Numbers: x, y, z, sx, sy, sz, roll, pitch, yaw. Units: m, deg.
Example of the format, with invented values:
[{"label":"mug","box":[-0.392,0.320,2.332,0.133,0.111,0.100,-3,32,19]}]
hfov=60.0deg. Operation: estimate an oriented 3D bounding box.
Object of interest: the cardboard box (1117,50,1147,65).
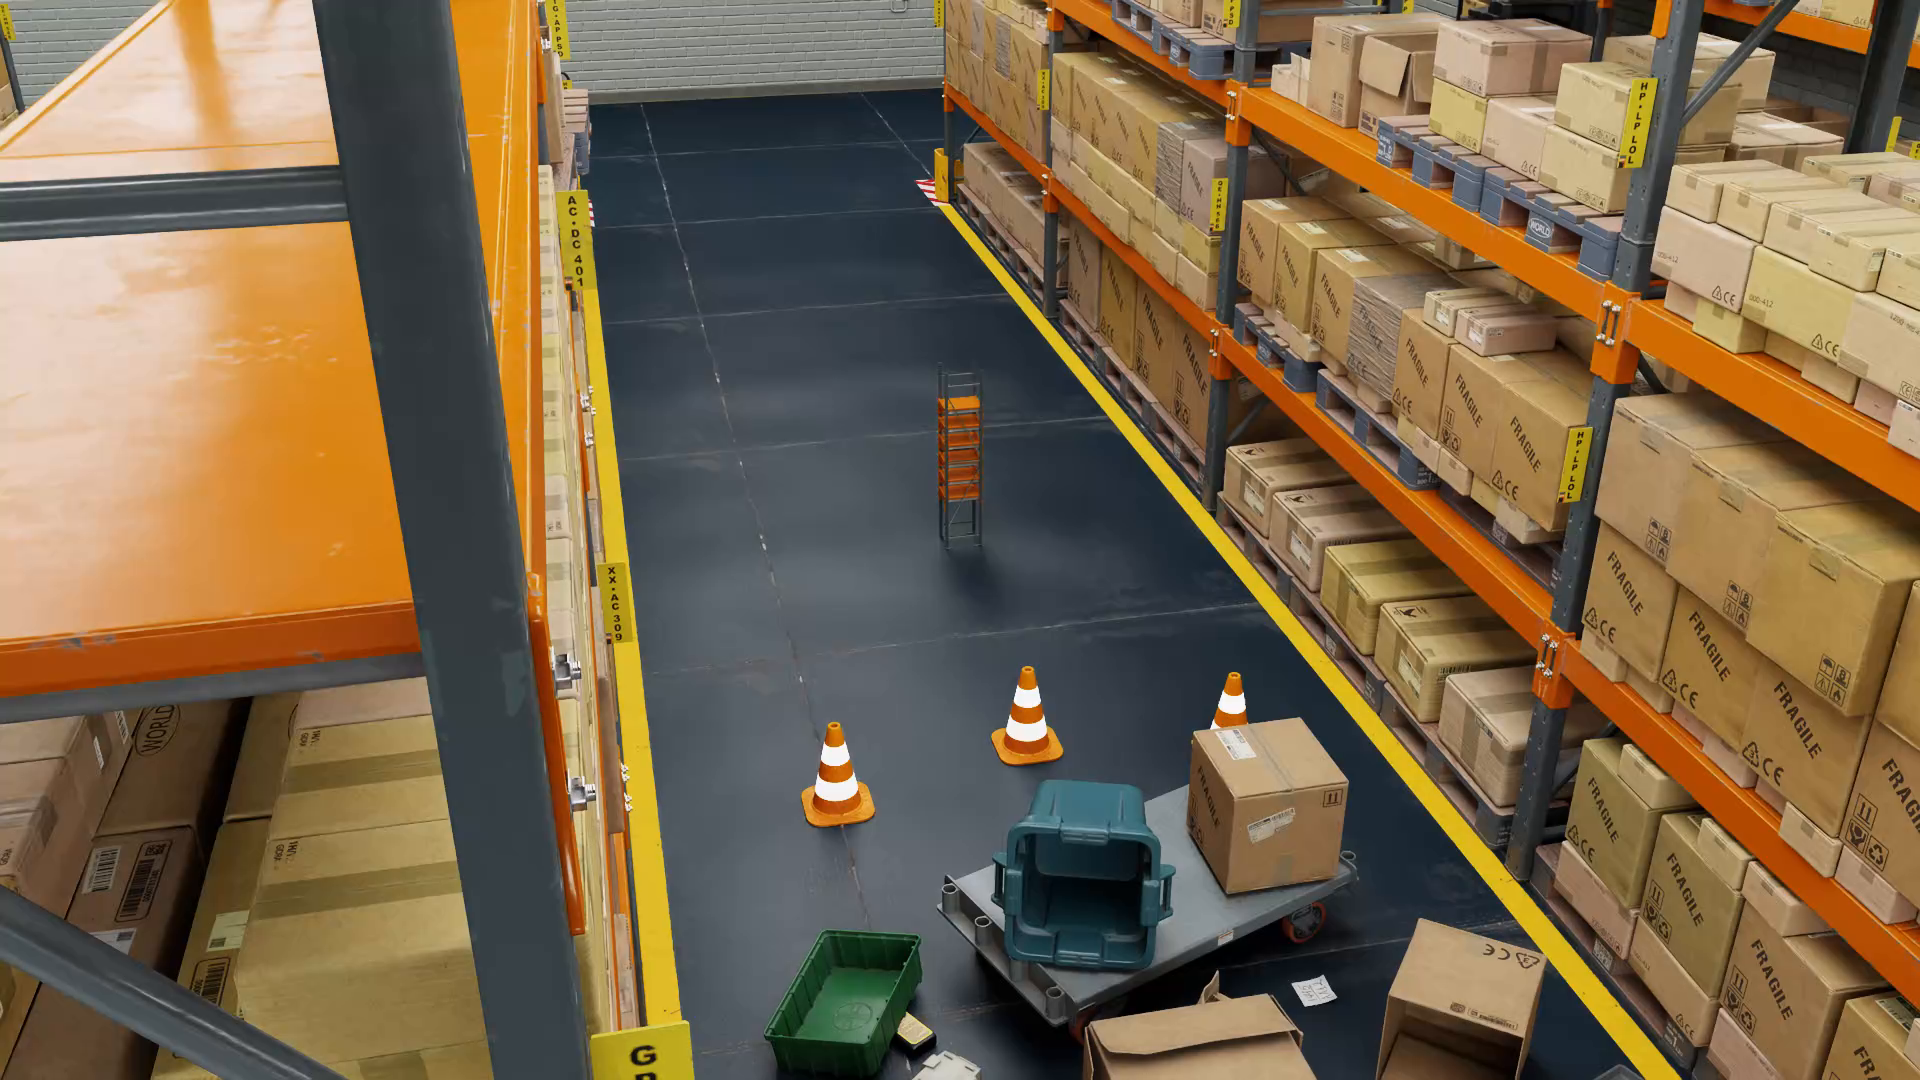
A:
[{"label":"cardboard box","box":[1.573,-3.675,13.481,0.500,0.500,0.500,-5,27,-10]}]

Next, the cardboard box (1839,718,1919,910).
[{"label":"cardboard box","box":[3.228,0.861,5.274,0.500,0.500,0.500,-6,27,-11]}]

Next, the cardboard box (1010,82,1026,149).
[{"label":"cardboard box","box":[0.753,-3.802,14.843,0.500,0.500,0.500,-7,28,-13]}]

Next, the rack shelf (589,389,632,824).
[{"label":"rack shelf","box":[-2.220,0.148,7.927,1.077,0.370,4.000,-6,27,-12]}]

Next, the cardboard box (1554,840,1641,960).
[{"label":"cardboard box","box":[2.901,1.484,7.067,0.500,0.250,0.500,-7,28,-14]}]

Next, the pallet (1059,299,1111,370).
[{"label":"pallet","box":[1.475,-1.779,14.040,1.003,0.211,1.213,-6,27,-12]}]

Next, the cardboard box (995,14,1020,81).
[{"label":"cardboard box","box":[0.622,-4.471,15.058,0.500,0.500,0.500,-6,27,-11]}]

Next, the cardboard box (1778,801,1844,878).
[{"label":"cardboard box","box":[3.068,1.003,5.713,0.380,0.149,0.250,-6,27,-11]}]

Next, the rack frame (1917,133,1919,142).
[{"label":"rack frame","box":[6.964,-2.104,11.590,1.000,3.000,0.127,-6,27,-12]}]

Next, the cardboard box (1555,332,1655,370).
[{"label":"cardboard box","box":[3.091,-0.662,7.826,0.500,0.500,0.500,-6,27,-11]}]

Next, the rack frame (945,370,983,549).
[{"label":"rack frame","box":[0.024,-0.489,10.387,0.240,1.200,0.006,-6,27,-12]}]

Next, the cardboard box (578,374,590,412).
[{"label":"cardboard box","box":[-2.084,-0.487,8.275,0.500,0.500,0.500,-6,27,-12]}]

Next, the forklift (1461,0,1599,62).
[{"label":"forklift","box":[4.265,-2.356,12.164,1.130,2.935,3.031,-6,27,-12]}]

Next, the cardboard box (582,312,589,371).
[{"label":"cardboard box","box":[-3.160,-1.580,12.859,0.500,0.500,0.500,-6,27,-13]}]

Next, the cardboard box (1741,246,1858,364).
[{"label":"cardboard box","box":[2.988,-0.801,5.516,0.500,0.250,0.500,-6,27,-12]}]

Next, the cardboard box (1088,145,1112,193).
[{"label":"cardboard box","box":[1.285,-2.839,12.657,0.500,0.250,0.500,-6,27,-11]}]

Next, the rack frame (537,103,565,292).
[{"label":"rack frame","box":[-1.769,-1.974,4.674,1.000,3.000,0.127,-6,27,-12]}]

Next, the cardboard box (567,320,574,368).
[{"label":"cardboard box","box":[-1.319,-0.517,4.817,0.380,0.149,0.250,-6,27,-11]}]

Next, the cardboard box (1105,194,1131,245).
[{"label":"cardboard box","box":[1.391,-2.394,12.330,0.500,0.250,0.500,-6,27,-12]}]

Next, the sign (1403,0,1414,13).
[{"label":"sign","box":[2.658,-3.223,9.903,0.100,0.325,0.005,-6,27,-12]}]

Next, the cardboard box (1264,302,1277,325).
[{"label":"cardboard box","box":[2.052,-1.385,9.977,0.380,0.149,0.250,-8,28,-15]}]

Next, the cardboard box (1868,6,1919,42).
[{"label":"cardboard box","box":[6.612,-3.577,11.346,0.500,0.250,0.500,-7,28,-13]}]

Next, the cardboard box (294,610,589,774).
[{"label":"cardboard box","box":[-0.746,0.244,2.425,0.380,0.149,0.250,-6,27,-12]}]

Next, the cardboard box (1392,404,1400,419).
[{"label":"cardboard box","box":[2.471,-0.691,8.603,0.380,0.149,0.250,-7,28,-13]}]

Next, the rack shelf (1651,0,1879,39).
[{"label":"rack shelf","box":[2.580,-2.899,7.749,1.077,0.370,4.000,-6,27,-12]}]

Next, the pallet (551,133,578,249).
[{"label":"pallet","box":[-2.219,-1.538,7.350,1.003,0.211,1.213,-5,27,-9]}]

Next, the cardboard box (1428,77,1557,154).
[{"label":"cardboard box","box":[2.535,-1.990,7.736,0.500,0.250,0.500,-6,27,-11]}]

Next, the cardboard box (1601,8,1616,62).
[{"label":"cardboard box","box":[5.987,-4.942,16.216,0.500,0.500,0.500,-7,28,-13]}]

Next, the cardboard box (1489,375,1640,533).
[{"label":"cardboard box","box":[2.703,-0.387,7.281,0.500,0.500,0.500,-6,27,-13]}]

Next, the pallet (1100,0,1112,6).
[{"label":"pallet","box":[1.482,-4.211,12.647,0.805,0.209,1.217,-7,28,-14]}]

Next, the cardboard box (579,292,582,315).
[{"label":"cardboard box","box":[-3.055,-1.686,12.236,0.500,0.250,0.500,-5,27,-9]}]

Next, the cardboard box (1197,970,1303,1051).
[{"label":"cardboard box","box":[1.123,1.954,6.585,0.396,0.266,0.258,19,32,32]}]

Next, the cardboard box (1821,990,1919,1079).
[{"label":"cardboard box","box":[3.270,1.842,5.524,0.500,0.500,0.500,-7,28,-13]}]

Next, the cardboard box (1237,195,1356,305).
[{"label":"cardboard box","box":[2.005,-1.742,9.966,0.500,0.500,0.500,-7,28,-13]}]

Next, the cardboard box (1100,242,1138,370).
[{"label":"cardboard box","box":[1.657,-1.934,13.144,0.875,0.875,0.875,-5,27,-10]}]

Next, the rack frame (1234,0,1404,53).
[{"label":"rack frame","box":[2.129,-4.277,9.236,1.000,3.000,0.127,-6,27,-12]}]

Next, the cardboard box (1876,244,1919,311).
[{"label":"cardboard box","box":[3.060,-0.804,5.079,0.380,0.149,0.250,-7,28,-13]}]

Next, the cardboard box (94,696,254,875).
[{"label":"cardboard box","box":[-1.362,0.417,2.525,0.500,0.250,0.500,-6,27,-11]}]

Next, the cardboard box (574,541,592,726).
[{"label":"cardboard box","box":[-0.956,0.141,3.071,0.500,0.250,0.500,-6,27,-12]}]

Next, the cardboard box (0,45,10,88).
[{"label":"cardboard box","box":[-8.963,-4.318,14.979,0.500,0.500,0.500,-6,27,-11]}]

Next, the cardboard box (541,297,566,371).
[{"label":"cardboard box","box":[-1.093,-0.428,3.757,0.380,0.149,0.250,-6,27,-12]}]

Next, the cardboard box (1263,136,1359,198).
[{"label":"cardboard box","box":[2.256,-2.331,10.819,0.500,0.500,0.500,-7,28,-13]}]

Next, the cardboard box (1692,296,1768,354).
[{"label":"cardboard box","box":[2.864,-0.787,5.930,0.380,0.149,0.250,-6,27,-12]}]

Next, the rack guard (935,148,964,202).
[{"label":"rack guard","box":[0.321,-4.005,18.130,1.175,0.500,0.348,-6,27,-12]}]

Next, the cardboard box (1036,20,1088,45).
[{"label":"cardboard box","box":[0.848,-4.238,13.877,0.380,0.149,0.250,-7,28,-13]}]

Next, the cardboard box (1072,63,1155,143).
[{"label":"cardboard box","box":[1.188,-3.403,12.942,0.500,0.500,0.500,-6,27,-12]}]

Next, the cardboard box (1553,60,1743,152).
[{"label":"cardboard box","box":[2.776,-1.767,6.738,0.500,0.250,0.500,-5,27,-10]}]

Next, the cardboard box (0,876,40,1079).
[{"label":"cardboard box","box":[-1.274,0.532,1.855,0.380,0.149,0.250,-6,27,-11]}]

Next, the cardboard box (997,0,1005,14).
[{"label":"cardboard box","box":[0.552,-4.912,15.212,0.380,0.149,0.250,-6,27,-12]}]

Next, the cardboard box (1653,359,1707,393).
[{"label":"cardboard box","box":[3.269,-0.739,7.259,0.380,0.149,0.250,-6,27,-12]}]

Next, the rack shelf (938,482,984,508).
[{"label":"rack shelf","box":[0.003,-0.275,10.595,0.258,0.103,0.180,-6,27,-12]}]

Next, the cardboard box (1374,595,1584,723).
[{"label":"cardboard box","box":[2.745,0.598,8.687,0.950,0.372,0.625,-4,27,-8]}]

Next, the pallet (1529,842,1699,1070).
[{"label":"pallet","box":[3.216,1.694,7.160,1.003,0.211,1.213,-6,27,-12]}]

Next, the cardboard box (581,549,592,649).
[{"label":"cardboard box","box":[-0.975,0.153,3.492,0.380,0.149,0.250,-6,27,-11]}]

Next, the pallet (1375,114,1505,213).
[{"label":"pallet","box":[2.759,-1.835,7.935,1.213,0.211,1.003,-6,27,-12]}]

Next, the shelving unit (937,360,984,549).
[{"label":"shelving unit","box":[0.003,-0.529,10.467,0.258,1.200,0.189,-6,27,-12]}]

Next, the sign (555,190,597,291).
[{"label":"sign","box":[-1.229,-0.958,5.328,0.100,0.325,0.005,-6,27,-12]}]

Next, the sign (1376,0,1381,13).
[{"label":"sign","box":[4.633,-5.948,18.244,0.100,0.325,0.005,-6,27,-12]}]
